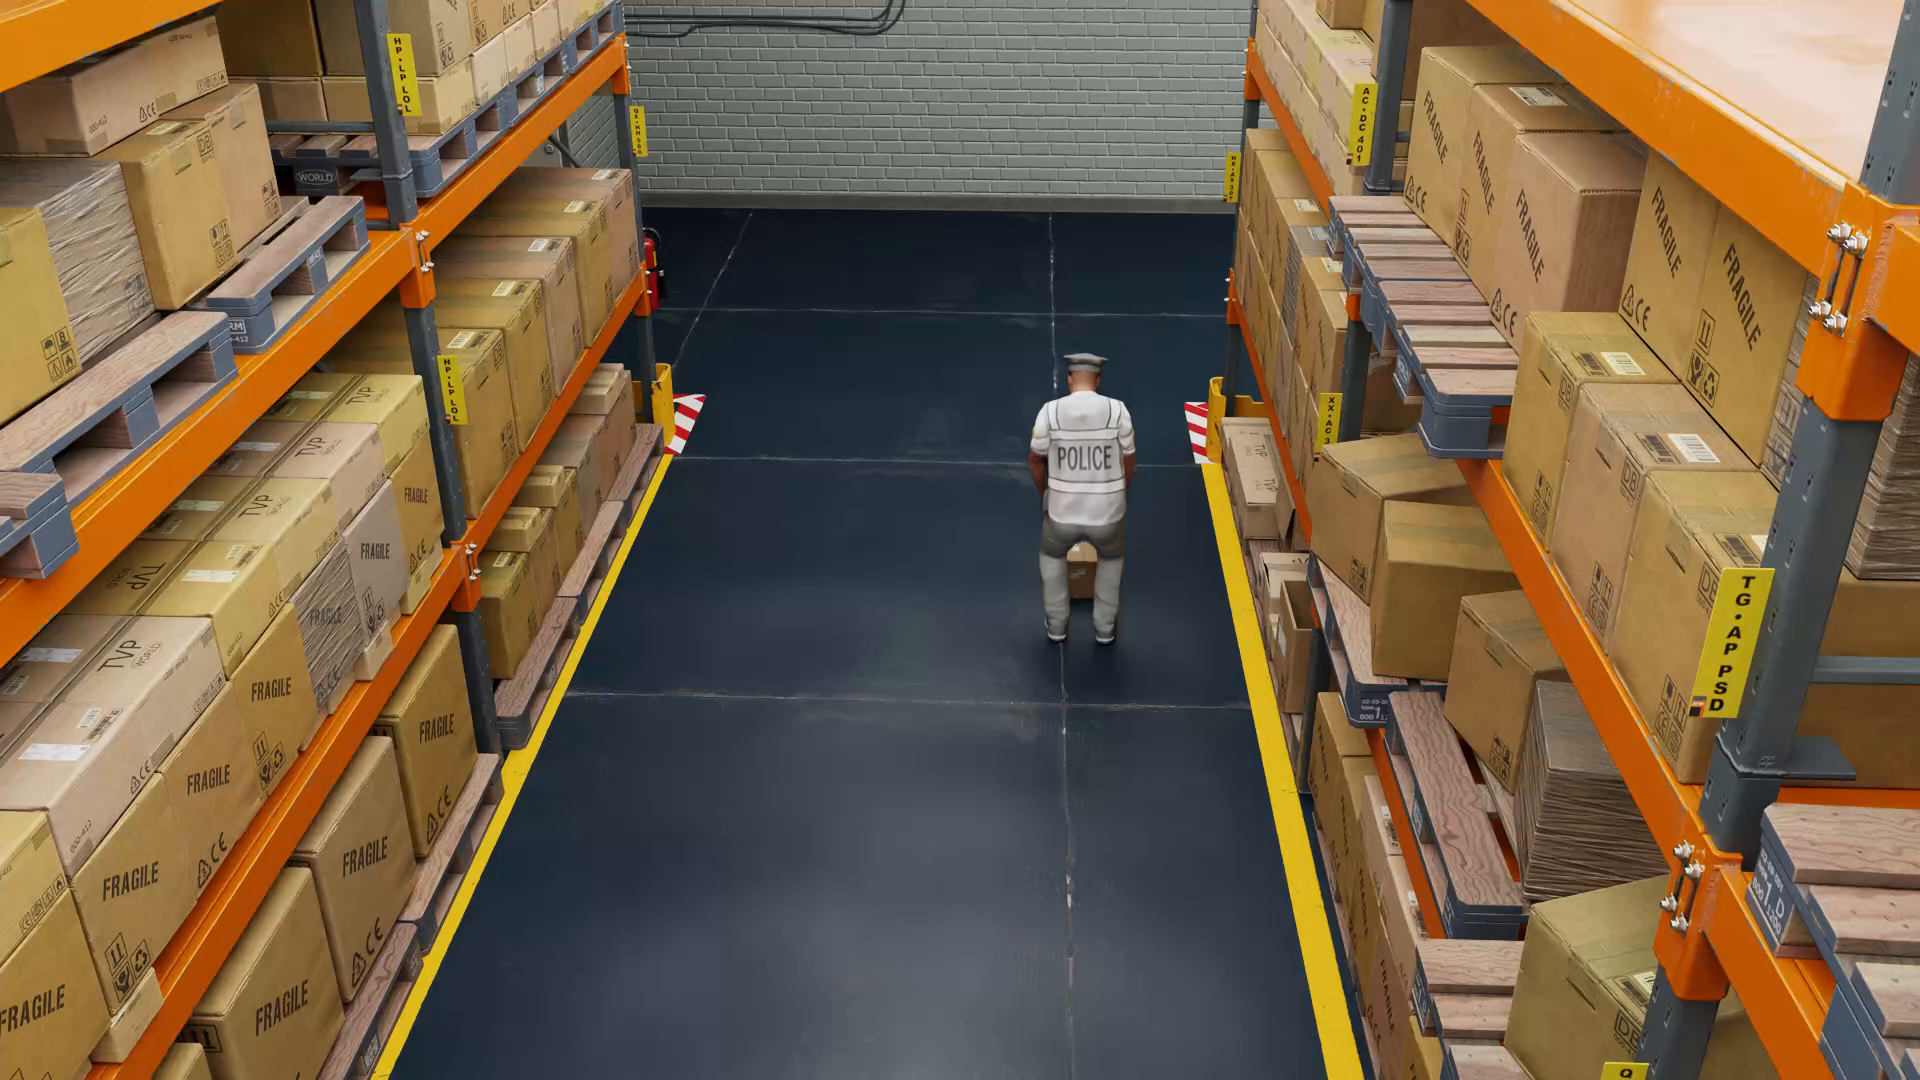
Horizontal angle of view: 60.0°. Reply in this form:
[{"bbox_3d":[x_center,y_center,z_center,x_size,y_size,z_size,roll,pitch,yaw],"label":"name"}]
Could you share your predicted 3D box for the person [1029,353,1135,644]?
[{"bbox_3d":[0.661,-0.209,9.152,0.575,1.633,0.609,3,28,6],"label":"person"}]
